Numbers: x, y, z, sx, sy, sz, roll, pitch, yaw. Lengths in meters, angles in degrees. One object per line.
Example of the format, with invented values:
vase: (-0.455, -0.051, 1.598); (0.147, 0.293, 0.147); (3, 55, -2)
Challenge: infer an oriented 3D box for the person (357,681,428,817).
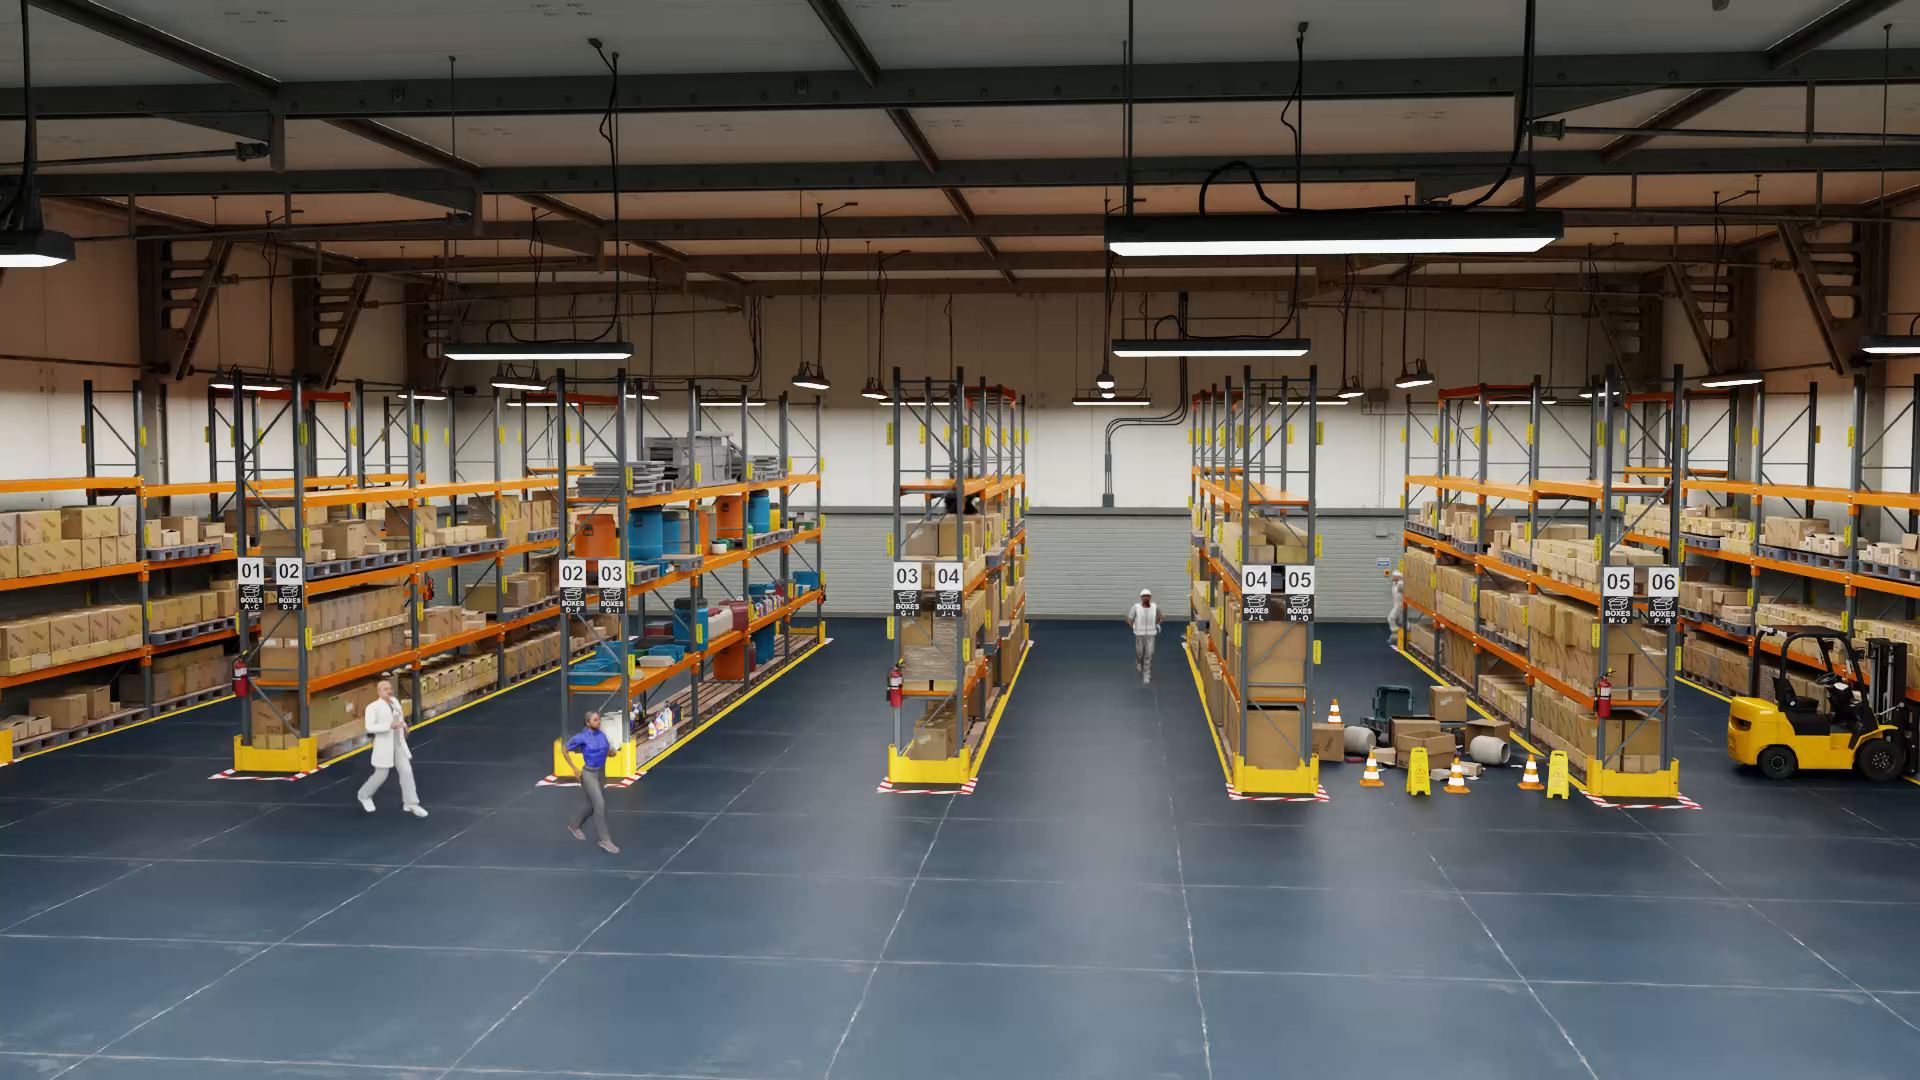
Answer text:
person: (-7.497, 2.732, 21.923); (1.116, 1.758, 0.731); (2, 4, 33)

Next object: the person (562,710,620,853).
person: (-4.464, 2.904, 20.178); (0.885, 1.682, 0.562); (2, 4, 27)

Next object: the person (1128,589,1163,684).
person: (3.579, 1.839, 32.034); (0.681, 1.782, 0.878); (0, 4, 1)

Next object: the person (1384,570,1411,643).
person: (10.676, 1.625, 40.308); (0.765, 1.806, 0.648); (0, 4, 8)

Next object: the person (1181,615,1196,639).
person: (5.839, 1.638, 40.749); (0.868, 1.629, 0.671); (1, 4, 14)
